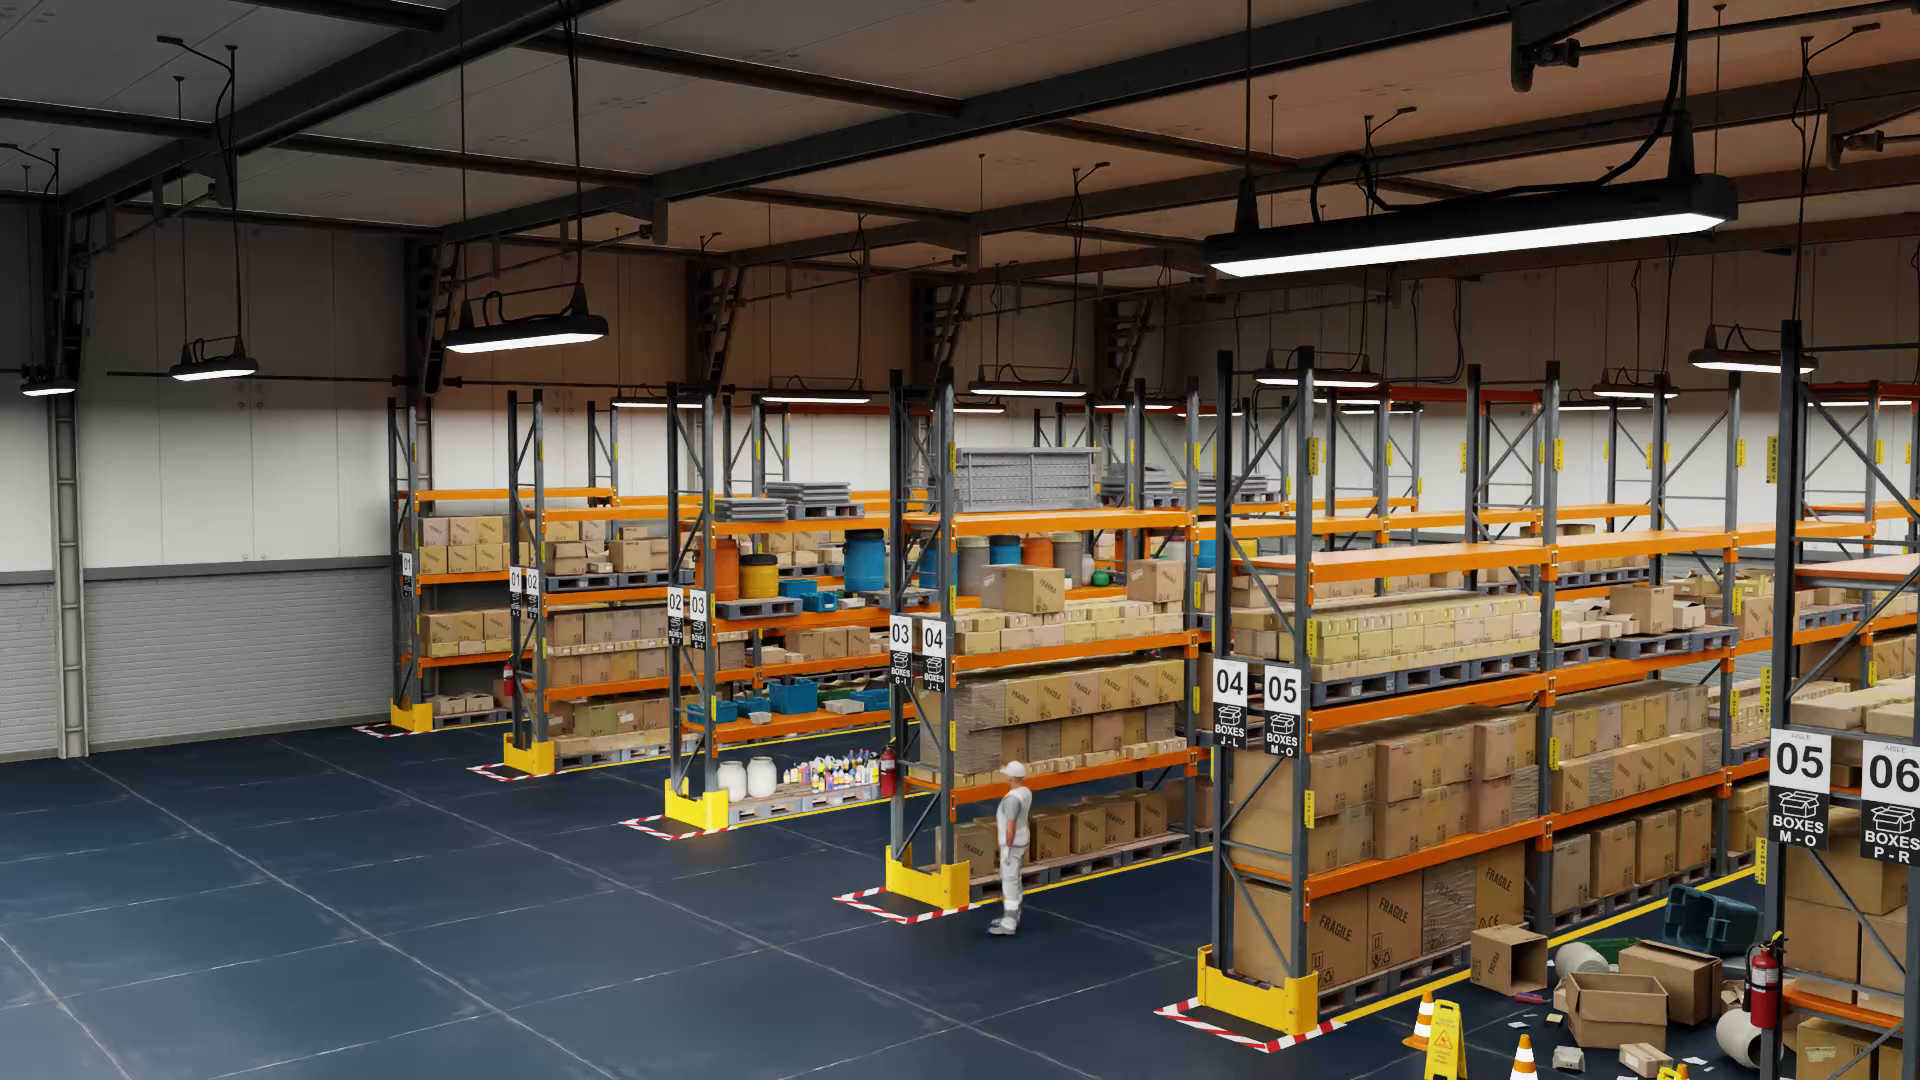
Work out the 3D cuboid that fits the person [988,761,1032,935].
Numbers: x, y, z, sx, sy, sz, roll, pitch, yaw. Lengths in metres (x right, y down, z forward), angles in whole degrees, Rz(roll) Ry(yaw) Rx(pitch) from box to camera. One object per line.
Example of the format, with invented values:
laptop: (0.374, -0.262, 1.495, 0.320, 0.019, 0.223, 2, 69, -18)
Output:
person: (0.530, 3.235, 17.632, 0.434, 1.788, 0.628, 1, 3, 9)
